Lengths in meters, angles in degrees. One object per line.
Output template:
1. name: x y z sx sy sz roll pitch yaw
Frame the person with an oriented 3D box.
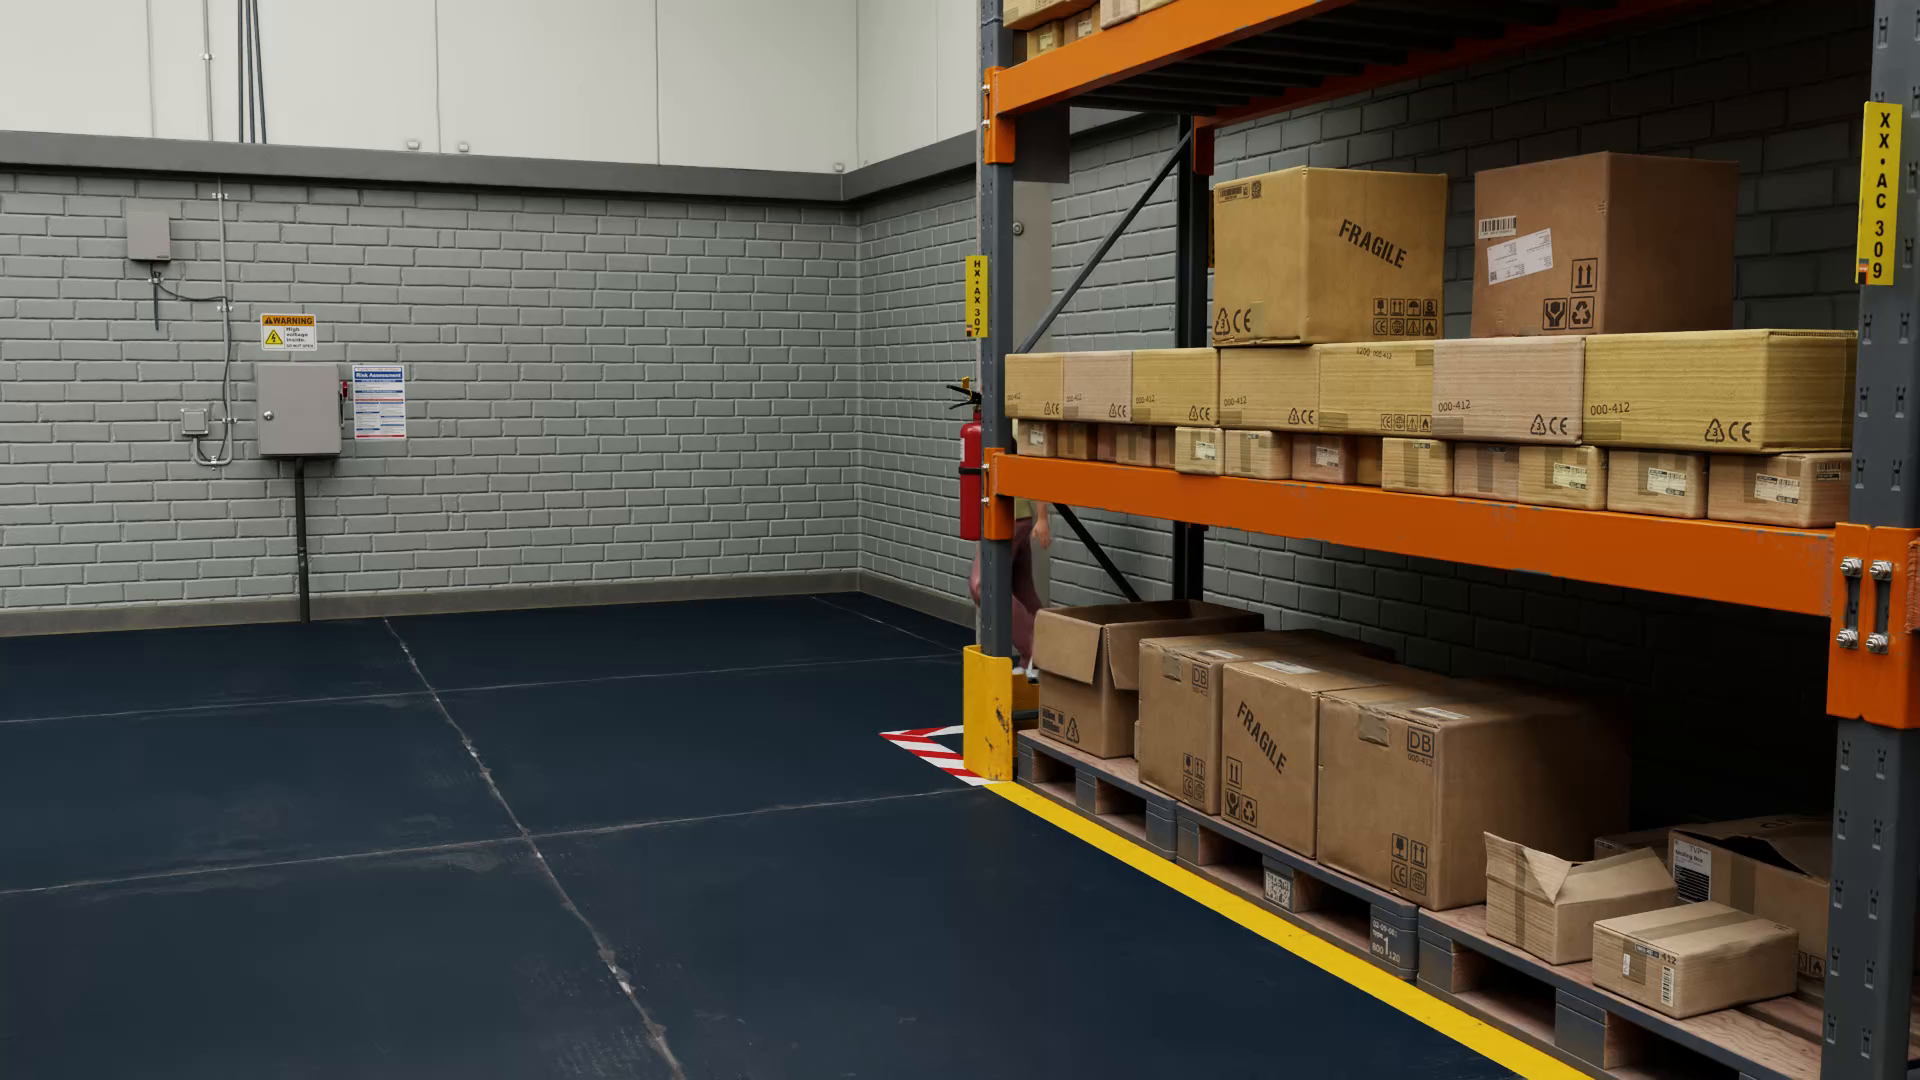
1. person: 0.264 -0.078 8.622 0.483 1.649 0.580 -1 6 -9
